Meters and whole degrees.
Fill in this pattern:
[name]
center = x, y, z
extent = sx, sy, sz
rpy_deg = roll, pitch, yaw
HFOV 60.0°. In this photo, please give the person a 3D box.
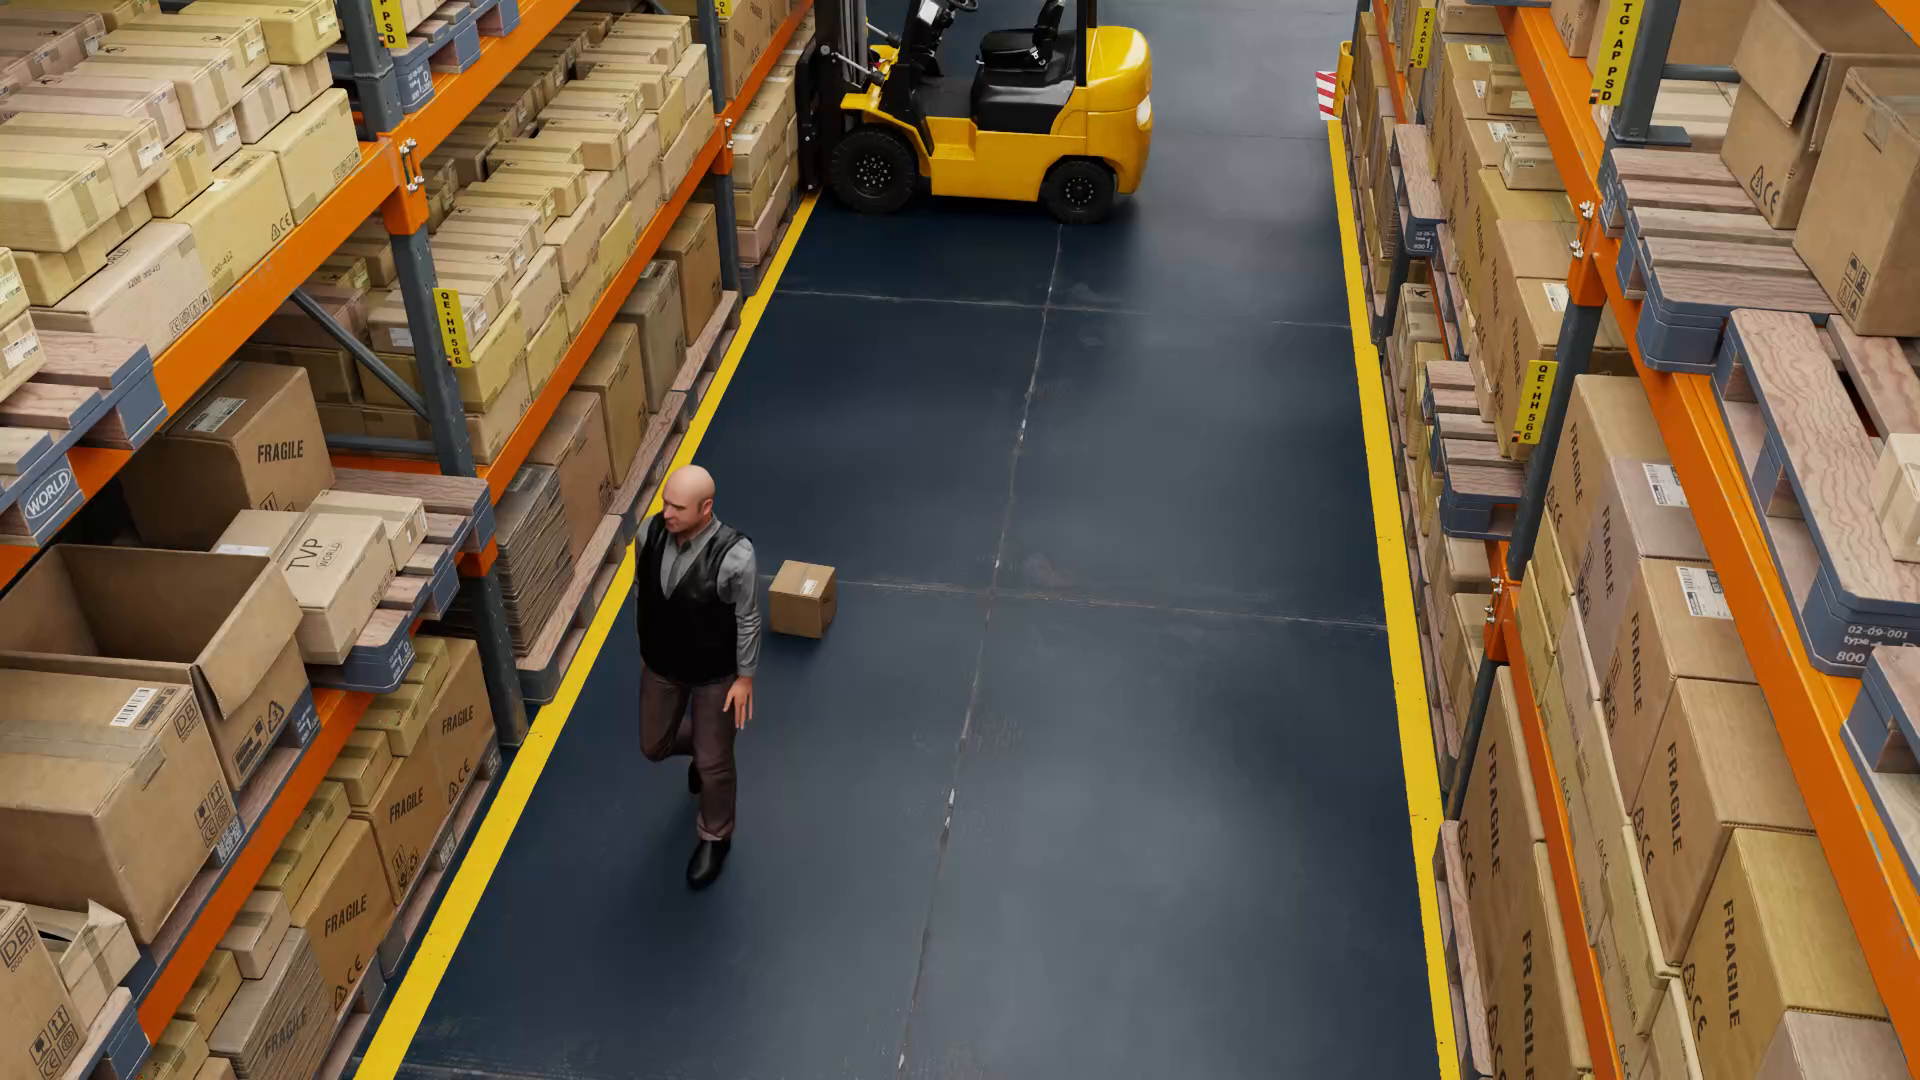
[person]
center = -1.027, 0.486, 6.378
extent = 0.554, 1.709, 0.662
rpy_deg = 15, 38, 19
